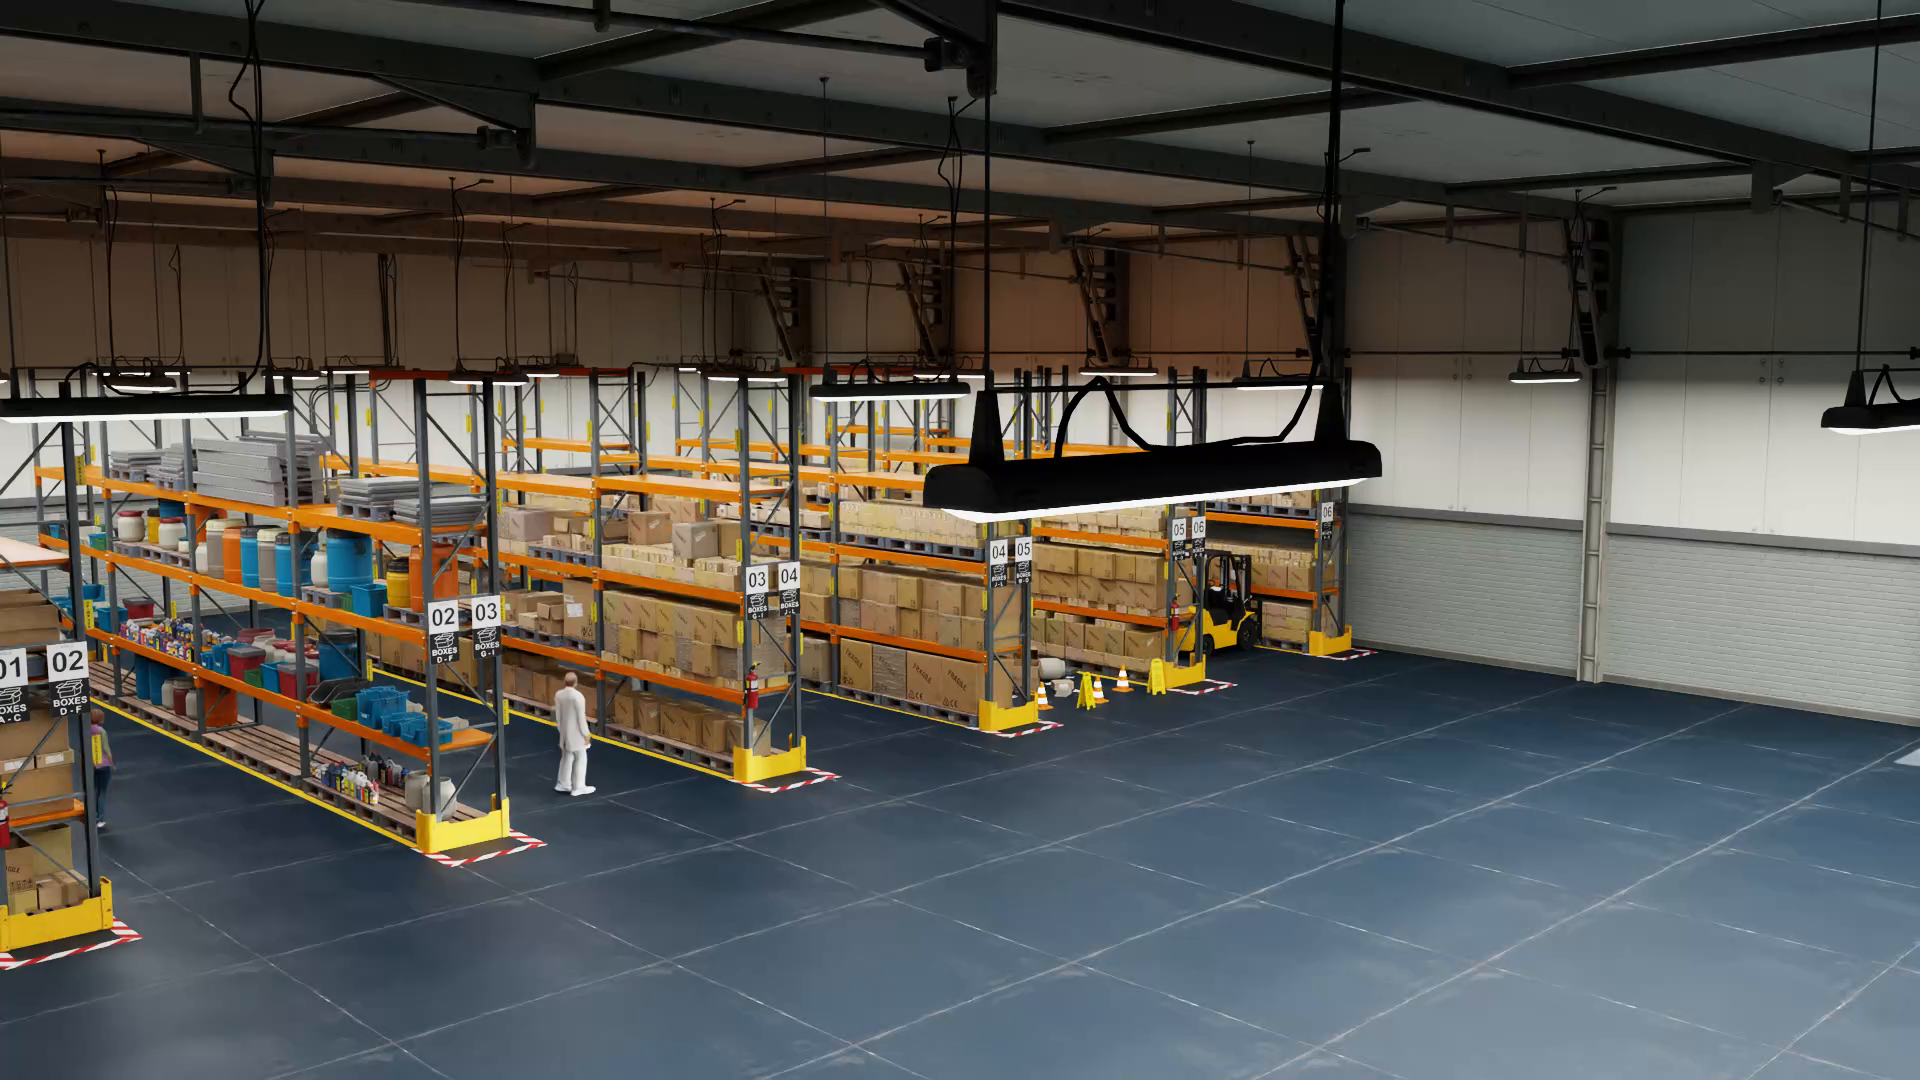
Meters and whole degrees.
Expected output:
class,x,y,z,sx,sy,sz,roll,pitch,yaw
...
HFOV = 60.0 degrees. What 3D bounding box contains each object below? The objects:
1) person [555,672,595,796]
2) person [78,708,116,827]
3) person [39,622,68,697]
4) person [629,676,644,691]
class,x,y,z,sx,sy,sz,roll,pitch,yaw
person,-5.513,2.789,23.880,0.467,1.826,0.646,-5,8,-38
person,-11.516,3.034,22.182,0.448,1.615,0.446,-1,7,-8
person,-16.097,2.143,29.564,0.670,1.765,0.557,1,7,8
person,-6.009,2.036,30.835,0.498,1.709,0.516,-3,7,-23
